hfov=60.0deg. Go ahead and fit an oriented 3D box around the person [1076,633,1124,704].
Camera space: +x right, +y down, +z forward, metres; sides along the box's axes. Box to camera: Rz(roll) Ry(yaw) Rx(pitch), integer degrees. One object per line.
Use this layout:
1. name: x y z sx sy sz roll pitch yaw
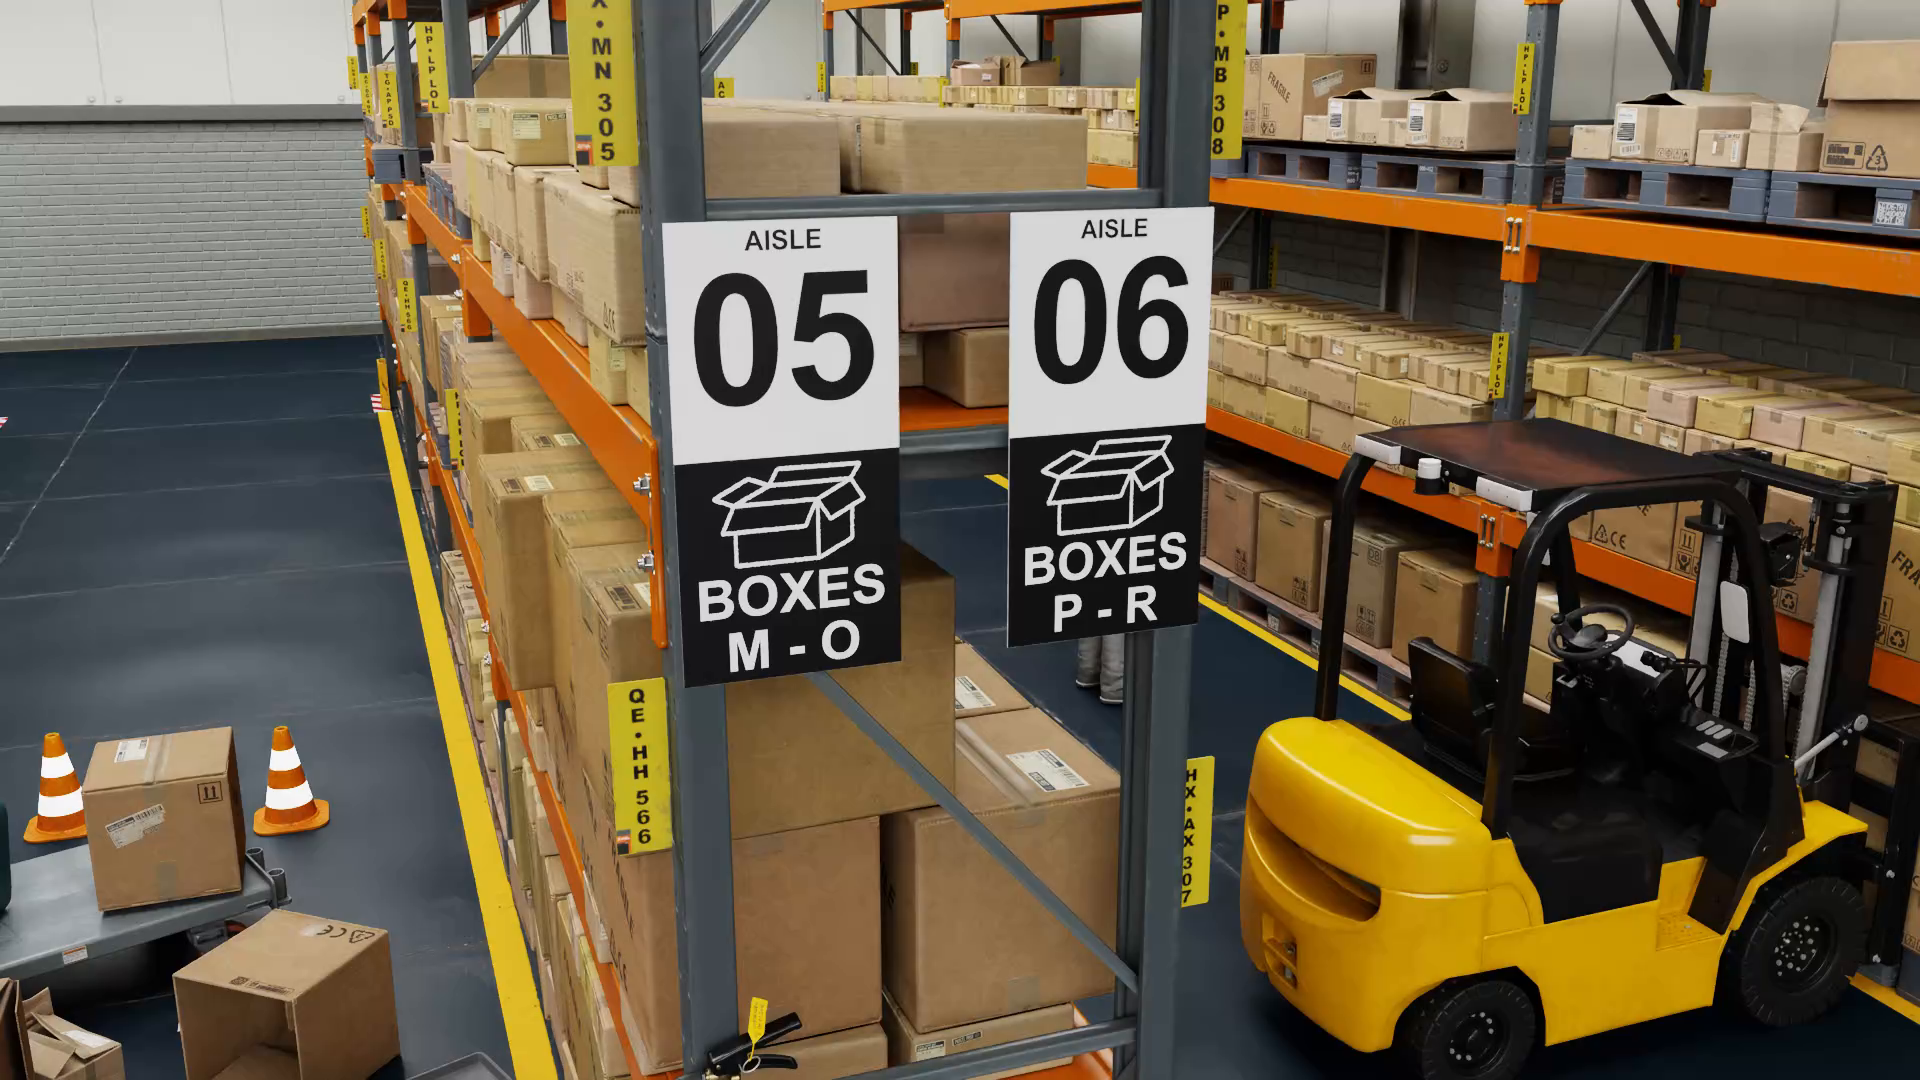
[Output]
1. person: 0.831 0.031 9.397 0.431 1.748 0.599 -6 17 -22
